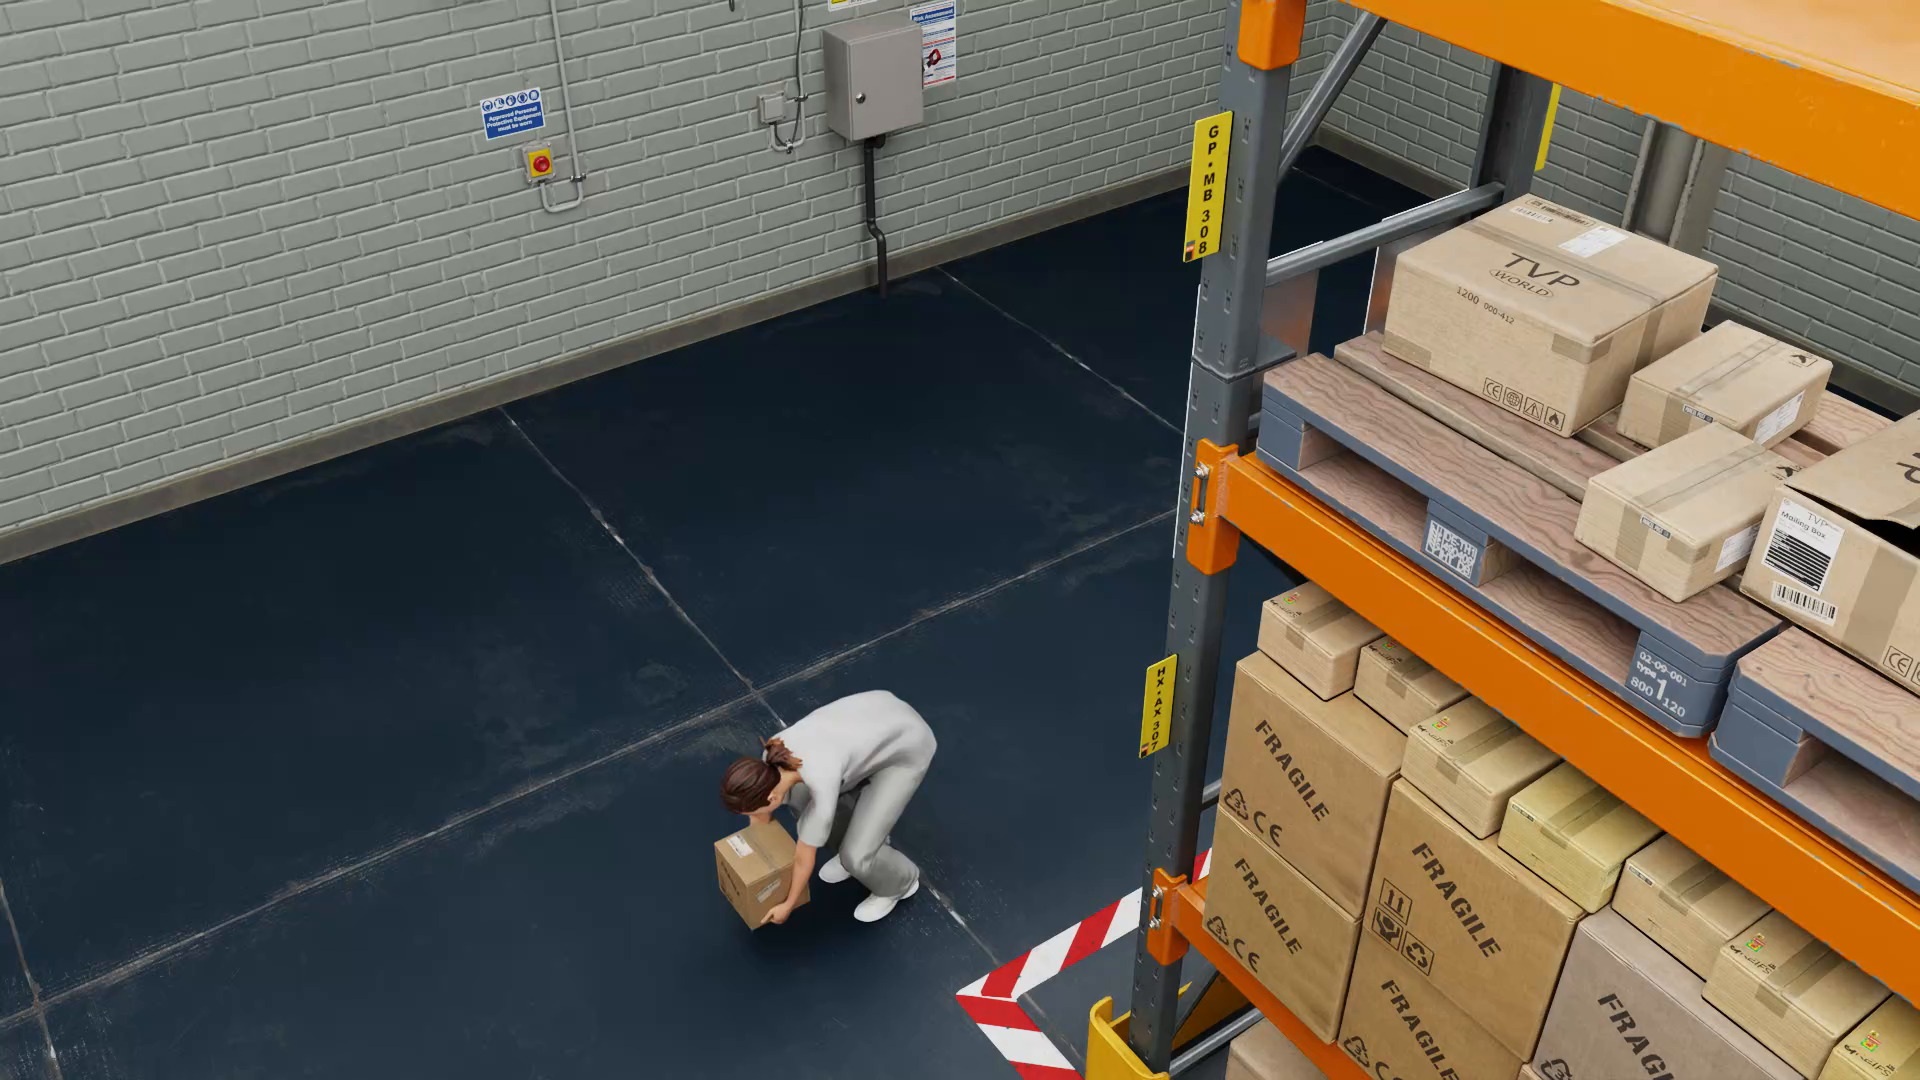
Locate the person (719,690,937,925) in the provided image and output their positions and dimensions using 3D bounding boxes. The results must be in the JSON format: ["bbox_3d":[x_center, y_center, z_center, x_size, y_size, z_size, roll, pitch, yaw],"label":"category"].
[{"bbox_3d":[-0.484,1.023,6.199,0.866,0.985,0.475,-25,43,-30],"label":"person"}]
